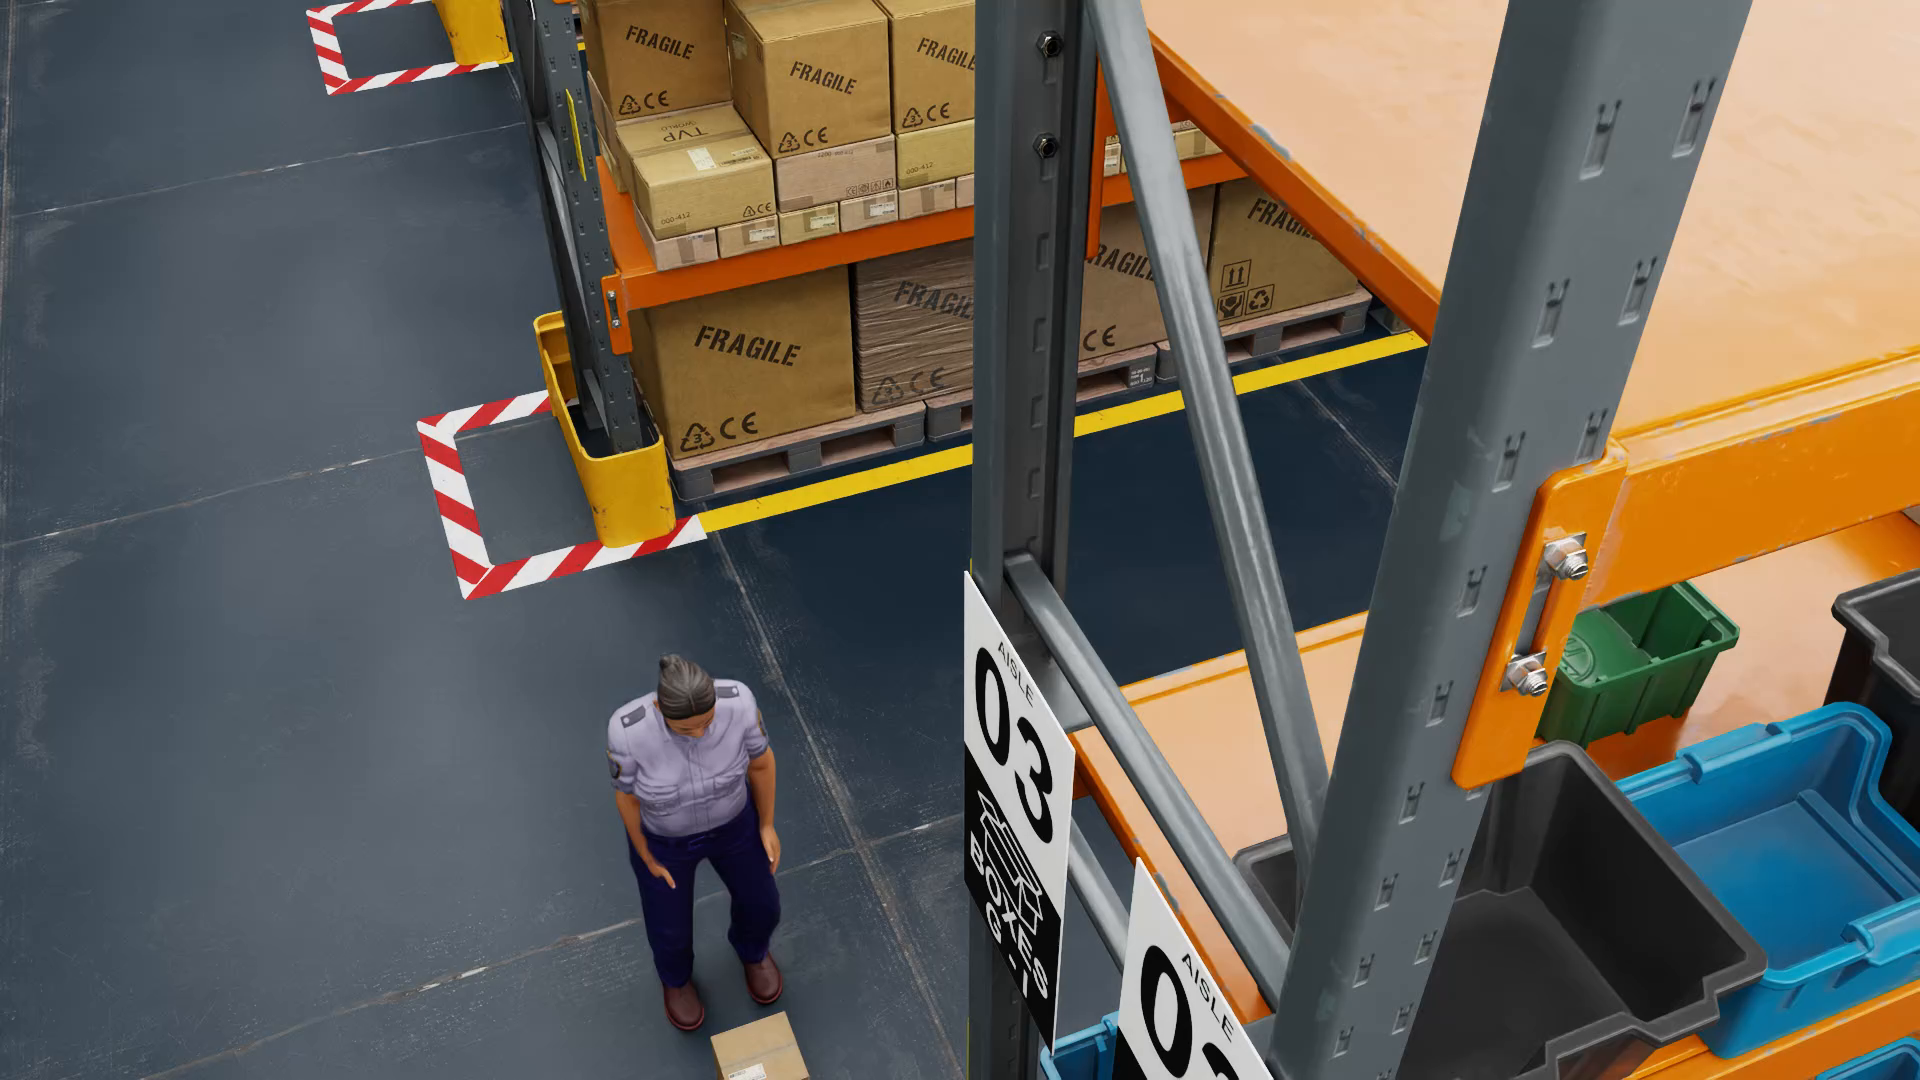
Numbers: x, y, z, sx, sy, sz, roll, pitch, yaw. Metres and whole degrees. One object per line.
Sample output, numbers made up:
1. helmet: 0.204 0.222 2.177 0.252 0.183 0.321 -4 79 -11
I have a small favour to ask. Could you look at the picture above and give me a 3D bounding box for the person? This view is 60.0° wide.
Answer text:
1. person: -0.800 0.908 5.197 0.493 1.615 0.384 -14 44 -15
